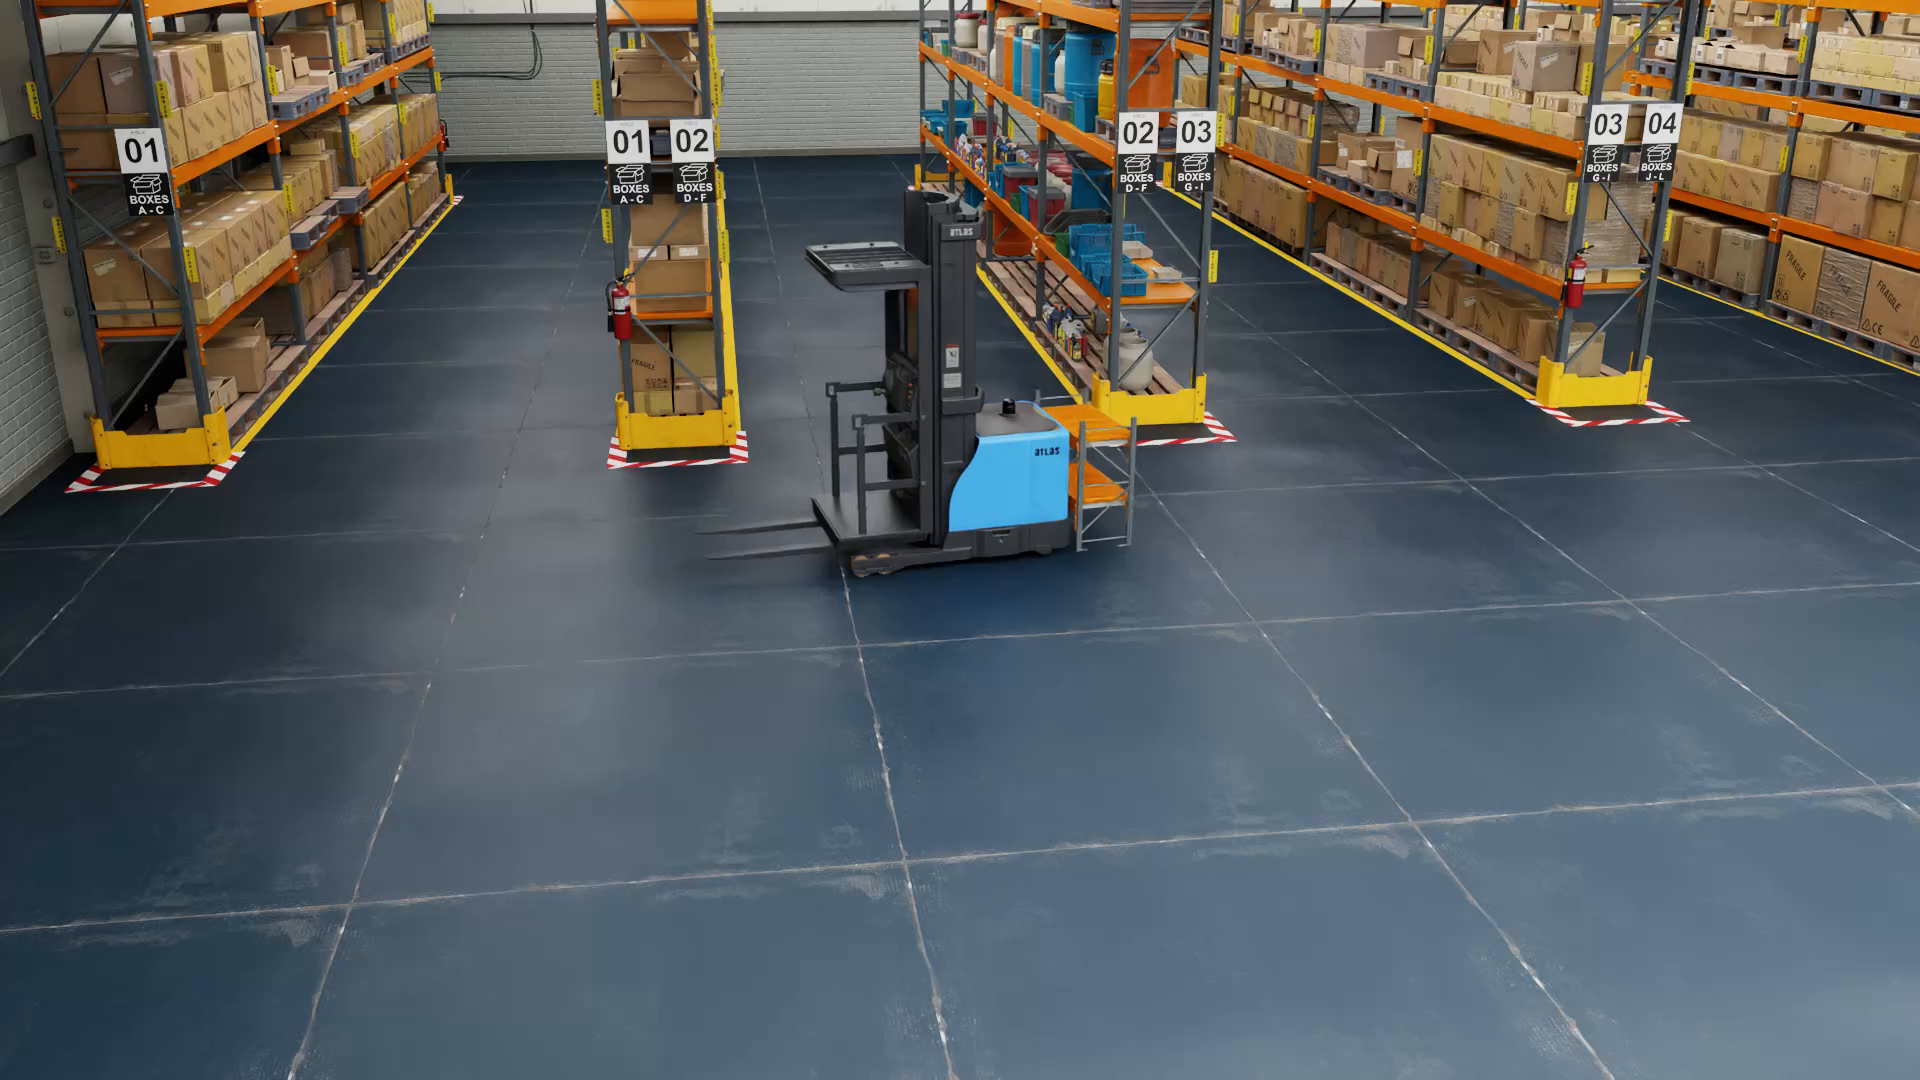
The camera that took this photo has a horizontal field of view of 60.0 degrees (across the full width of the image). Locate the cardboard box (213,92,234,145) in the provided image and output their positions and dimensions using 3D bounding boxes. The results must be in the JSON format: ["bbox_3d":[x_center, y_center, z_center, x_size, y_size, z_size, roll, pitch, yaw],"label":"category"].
[{"bbox_3d":[-7.781,-4.291,16.960,0.500,0.500,0.500,-2,21,-4],"label":"cardboard box"}]

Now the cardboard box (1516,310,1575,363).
[{"bbox_3d":[6.750,-2.347,19.186,0.500,0.500,0.500,2,21,6],"label":"cardboard box"}]

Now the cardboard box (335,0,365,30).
[{"bbox_3d":[-9.823,-8.464,26.704,0.500,0.500,0.500,-3,21,-8],"label":"cardboard box"}]

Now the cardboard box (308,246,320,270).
[{"bbox_3d":[-8.660,-3.681,21.657,0.500,0.250,0.500,-3,21,-8],"label":"cardboard box"}]

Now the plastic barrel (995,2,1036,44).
[{"bbox_3d":[0.810,-7.419,24.292,0.600,0.830,0.708,-3,21,-8],"label":"plastic barrel"}]

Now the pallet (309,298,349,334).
[{"bbox_3d":[-8.631,-2.921,21.736,1.003,0.211,1.213,-3,21,-8],"label":"pallet"}]

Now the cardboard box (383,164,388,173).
[{"bbox_3d":[-9.044,-5.739,25.625,0.380,0.149,0.250,-3,21,-8],"label":"cardboard box"}]

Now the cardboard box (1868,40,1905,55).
[{"bbox_3d":[11.155,-5.908,19.936,0.380,0.149,0.250,-3,21,-7],"label":"cardboard box"}]

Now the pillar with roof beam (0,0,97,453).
[{"bbox_3d":[-4.458,-5.376,15.749,9.100,9.000,0.400,-3,21,-8],"label":"pillar with roof beam"}]

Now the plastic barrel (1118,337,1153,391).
[{"bbox_3d":[1.872,-1.905,17.984,0.421,0.512,0.421,0,20,0],"label":"plastic barrel"}]

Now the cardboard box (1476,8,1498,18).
[{"bbox_3d":[9.609,-9.566,30.184,0.380,0.149,0.250,-3,21,-8],"label":"cardboard box"}]

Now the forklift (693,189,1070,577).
[{"bbox_3d":[-0.665,-1.278,13.449,3.031,2.935,1.130,-6,21,-15],"label":"forklift"}]

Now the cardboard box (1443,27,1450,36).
[{"bbox_3d":[9.443,-9.638,31.662,0.500,0.250,0.500,-2,21,-6],"label":"cardboard box"}]

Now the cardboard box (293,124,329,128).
[{"bbox_3d":[-9.308,-5.790,23.763,0.500,0.250,0.500,-4,21,-10],"label":"cardboard box"}]

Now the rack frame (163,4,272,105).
[{"bbox_3d":[-8.338,-6.345,18.343,1.000,3.000,0.127,-3,21,-8],"label":"rack frame"}]

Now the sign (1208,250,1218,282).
[{"bbox_3d":[2.587,-2.805,17.045,0.100,0.325,0.005,-3,21,-8],"label":"sign"}]

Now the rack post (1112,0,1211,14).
[{"bbox_3d":[2.059,-5.494,16.778,0.937,0.300,0.954,-1,20,-2],"label":"rack post"}]

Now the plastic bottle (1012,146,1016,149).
[{"bbox_3d":[0.867,-6.198,26.701,0.152,0.276,0.135,-3,21,-8],"label":"plastic bottle"}]

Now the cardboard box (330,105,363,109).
[{"bbox_3d":[-9.683,-6.679,26.143,0.500,0.250,0.500,-2,21,-6],"label":"cardboard box"}]

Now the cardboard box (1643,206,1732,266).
[{"bbox_3d":[10.841,-4.509,24.617,1.050,0.750,0.750,-3,21,-7],"label":"cardboard box"}]

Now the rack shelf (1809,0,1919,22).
[{"bbox_3d":[11.578,-6.093,19.268,1.077,0.370,4.000,-3,21,-8],"label":"rack shelf"}]

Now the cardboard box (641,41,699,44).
[{"bbox_3d":[-4.183,-6.949,24.104,0.910,0.500,0.500,-3,21,-8],"label":"cardboard box"}]

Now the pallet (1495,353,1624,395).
[{"bbox_3d":[6.851,-1.902,19.008,1.003,0.211,1.213,-3,21,-8],"label":"pallet"}]

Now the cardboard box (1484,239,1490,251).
[{"bbox_3d":[6.411,-3.474,19.589,0.380,0.149,0.250,-3,21,-8],"label":"cardboard box"}]

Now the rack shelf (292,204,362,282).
[{"bbox_3d":[-8.626,-3.890,21.373,1.077,0.370,4.000,-3,21,-8],"label":"rack shelf"}]

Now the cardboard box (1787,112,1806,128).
[{"bbox_3d":[14.908,-7.372,29.167,0.500,0.250,0.500,-3,21,-7],"label":"cardboard box"}]

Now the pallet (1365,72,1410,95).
[{"bbox_3d":[6.231,-6.179,22.455,1.213,0.211,1.003,-3,21,-8],"label":"pallet"}]

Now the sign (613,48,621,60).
[{"bbox_3d":[-3.972,-5.550,19.313,0.100,0.325,0.005,-3,21,-8],"label":"sign"}]

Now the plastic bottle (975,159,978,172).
[{"bbox_3d":[0.279,-5.801,25.746,0.097,0.201,0.097,0,20,0],"label":"plastic bottle"}]

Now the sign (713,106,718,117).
[{"bbox_3d":[-4.041,-7.127,27.357,0.100,0.325,0.005,-3,21,-8],"label":"sign"}]

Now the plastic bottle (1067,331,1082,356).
[{"bbox_3d":[1.335,-2.282,19.303,0.152,0.276,0.135,-3,21,-7],"label":"plastic bottle"}]

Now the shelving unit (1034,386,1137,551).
[{"bbox_3d":[1.050,-0.631,14.290,0.538,1.125,1.048,-6,21,-18],"label":"shelving unit"}]

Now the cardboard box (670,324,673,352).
[{"bbox_3d":[-3.461,-2.350,18.479,0.500,0.500,0.500,-3,21,-8],"label":"cardboard box"}]

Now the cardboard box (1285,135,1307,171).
[{"bbox_3d":[5.408,-6.047,25.977,0.500,0.500,0.500,-3,21,-8],"label":"cardboard box"}]

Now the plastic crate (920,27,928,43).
[{"bbox_3d":[-0.484,-9.386,30.958,0.497,0.269,0.590,-3,21,-8],"label":"plastic crate"}]

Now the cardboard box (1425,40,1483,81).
[{"bbox_3d":[6.397,-6.102,21.232,0.797,0.503,0.637,-4,21,-10],"label":"cardboard box"}]

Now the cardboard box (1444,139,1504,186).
[{"bbox_3d":[6.254,-4.597,20.240,0.500,0.500,0.500,-3,21,-8],"label":"cardboard box"}]

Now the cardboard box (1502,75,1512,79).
[{"bbox_3d":[6.770,-5.528,20.088,0.380,0.149,0.250,-4,21,-10],"label":"cardboard box"}]

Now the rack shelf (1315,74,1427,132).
[{"bbox_3d":[6.079,-6.045,22.855,1.077,0.370,4.000,-3,21,-8],"label":"rack shelf"}]

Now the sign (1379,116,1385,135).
[{"bbox_3d":[6.326,-6.205,25.001,0.100,0.325,0.005,-3,21,-8],"label":"sign"}]

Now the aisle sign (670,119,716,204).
[{"bbox_3d":[-2.547,-3.611,15.883,0.394,0.787,0.004,-3,21,-8],"label":"aisle sign"}]

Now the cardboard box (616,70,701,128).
[{"bbox_3d":[-2.938,-4.316,16.250,0.797,0.503,0.637,-1,21,-4],"label":"cardboard box"}]

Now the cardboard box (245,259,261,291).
[{"bbox_3d":[-7.745,-2.805,17.624,0.500,0.250,0.500,-3,21,-7],"label":"cardboard box"}]

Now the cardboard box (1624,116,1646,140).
[{"bbox_3d":[7.130,-4.414,17.674,0.500,0.250,0.500,-2,21,-6],"label":"cardboard box"}]

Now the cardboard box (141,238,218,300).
[{"bbox_3d":[-7.533,-2.621,16.060,0.500,0.500,0.500,-3,21,-8],"label":"cardboard box"}]

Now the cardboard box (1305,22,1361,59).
[{"bbox_3d":[5.631,-7.527,25.047,0.797,0.503,0.637,-2,21,-5],"label":"cardboard box"}]

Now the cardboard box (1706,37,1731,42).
[{"bbox_3d":[11.161,-7.145,24.155,0.500,0.311,0.500,-3,21,-8],"label":"cardboard box"}]

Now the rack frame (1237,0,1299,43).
[{"bbox_3d":[5.214,-9.864,27.766,1.000,3.000,0.127,-3,21,-8],"label":"rack frame"}]

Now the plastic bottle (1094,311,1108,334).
[{"bbox_3d":[1.729,-2.673,20.351,0.152,0.276,0.135,-3,21,-8],"label":"plastic bottle"}]

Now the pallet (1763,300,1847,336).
[{"bbox_3d":[11.322,-2.926,21.748,1.003,0.211,1.213,-3,21,-8],"label":"pallet"}]

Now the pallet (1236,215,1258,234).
[{"bbox_3d":[5.400,-5.484,28.598,1.003,0.211,1.213,-3,21,-8],"label":"pallet"}]

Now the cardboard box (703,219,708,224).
[{"bbox_3d":[-2.891,-3.344,17.813,0.380,0.149,0.250,-3,21,-8],"label":"cardboard box"}]

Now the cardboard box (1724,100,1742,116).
[{"bbox_3d":[14.621,-7.926,31.008,0.500,0.500,0.500,-3,21,-9],"label":"cardboard box"}]

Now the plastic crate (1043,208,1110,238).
[{"bbox_3d":[1.415,-3.818,20.239,0.767,0.338,0.504,-3,21,-8],"label":"plastic crate"}]

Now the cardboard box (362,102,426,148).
[{"bbox_3d":[-9.767,-7.138,28.612,0.980,0.700,0.700,-4,21,-10],"label":"cardboard box"}]

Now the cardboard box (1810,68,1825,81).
[{"bbox_3d":[11.006,-5.887,21.021,0.380,0.149,0.250,-3,21,-9],"label":"cardboard box"}]
